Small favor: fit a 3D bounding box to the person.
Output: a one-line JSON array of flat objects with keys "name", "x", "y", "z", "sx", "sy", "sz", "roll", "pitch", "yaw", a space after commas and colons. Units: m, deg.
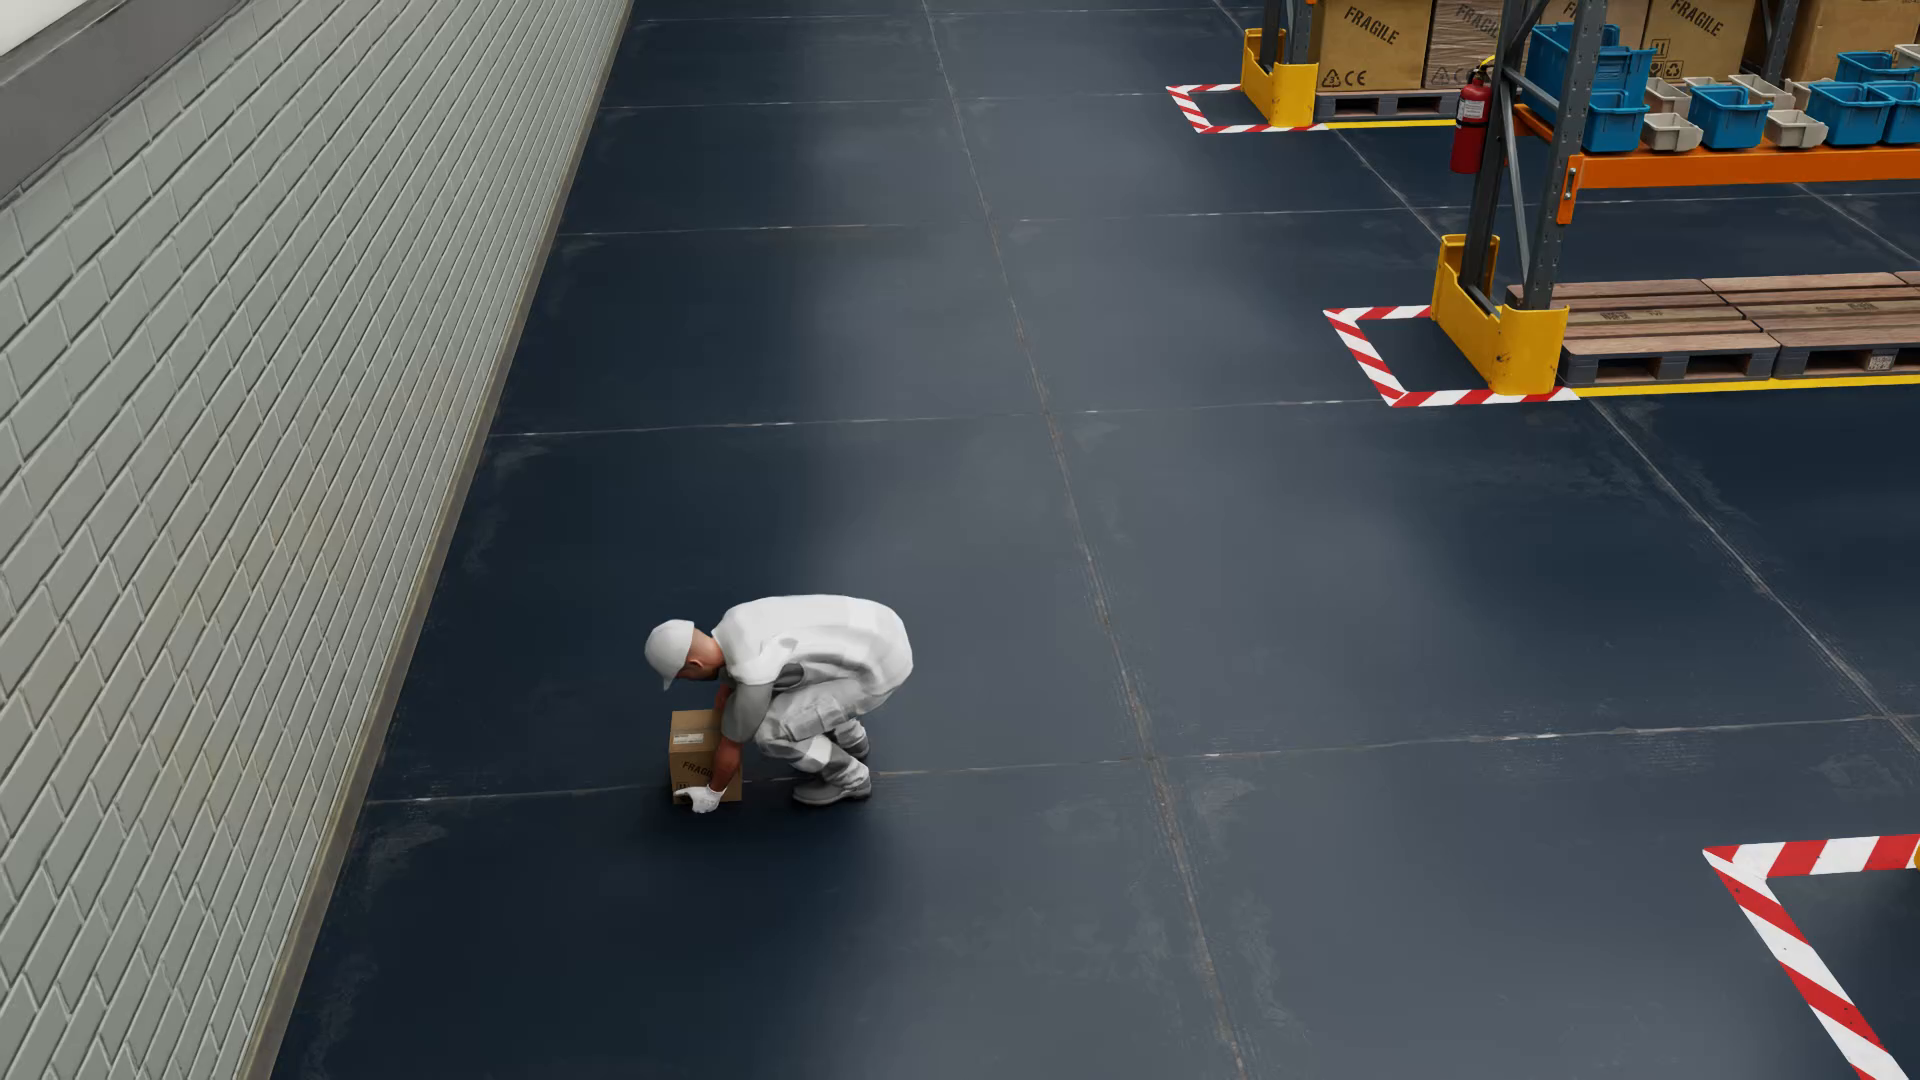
[{"name": "person", "x": -0.652, "y": 0.585, "z": 6.145, "sx": 0.958, "sy": 0.799, "sz": 0.523, "roll": -3, "pitch": 31, "yaw": -6}]
